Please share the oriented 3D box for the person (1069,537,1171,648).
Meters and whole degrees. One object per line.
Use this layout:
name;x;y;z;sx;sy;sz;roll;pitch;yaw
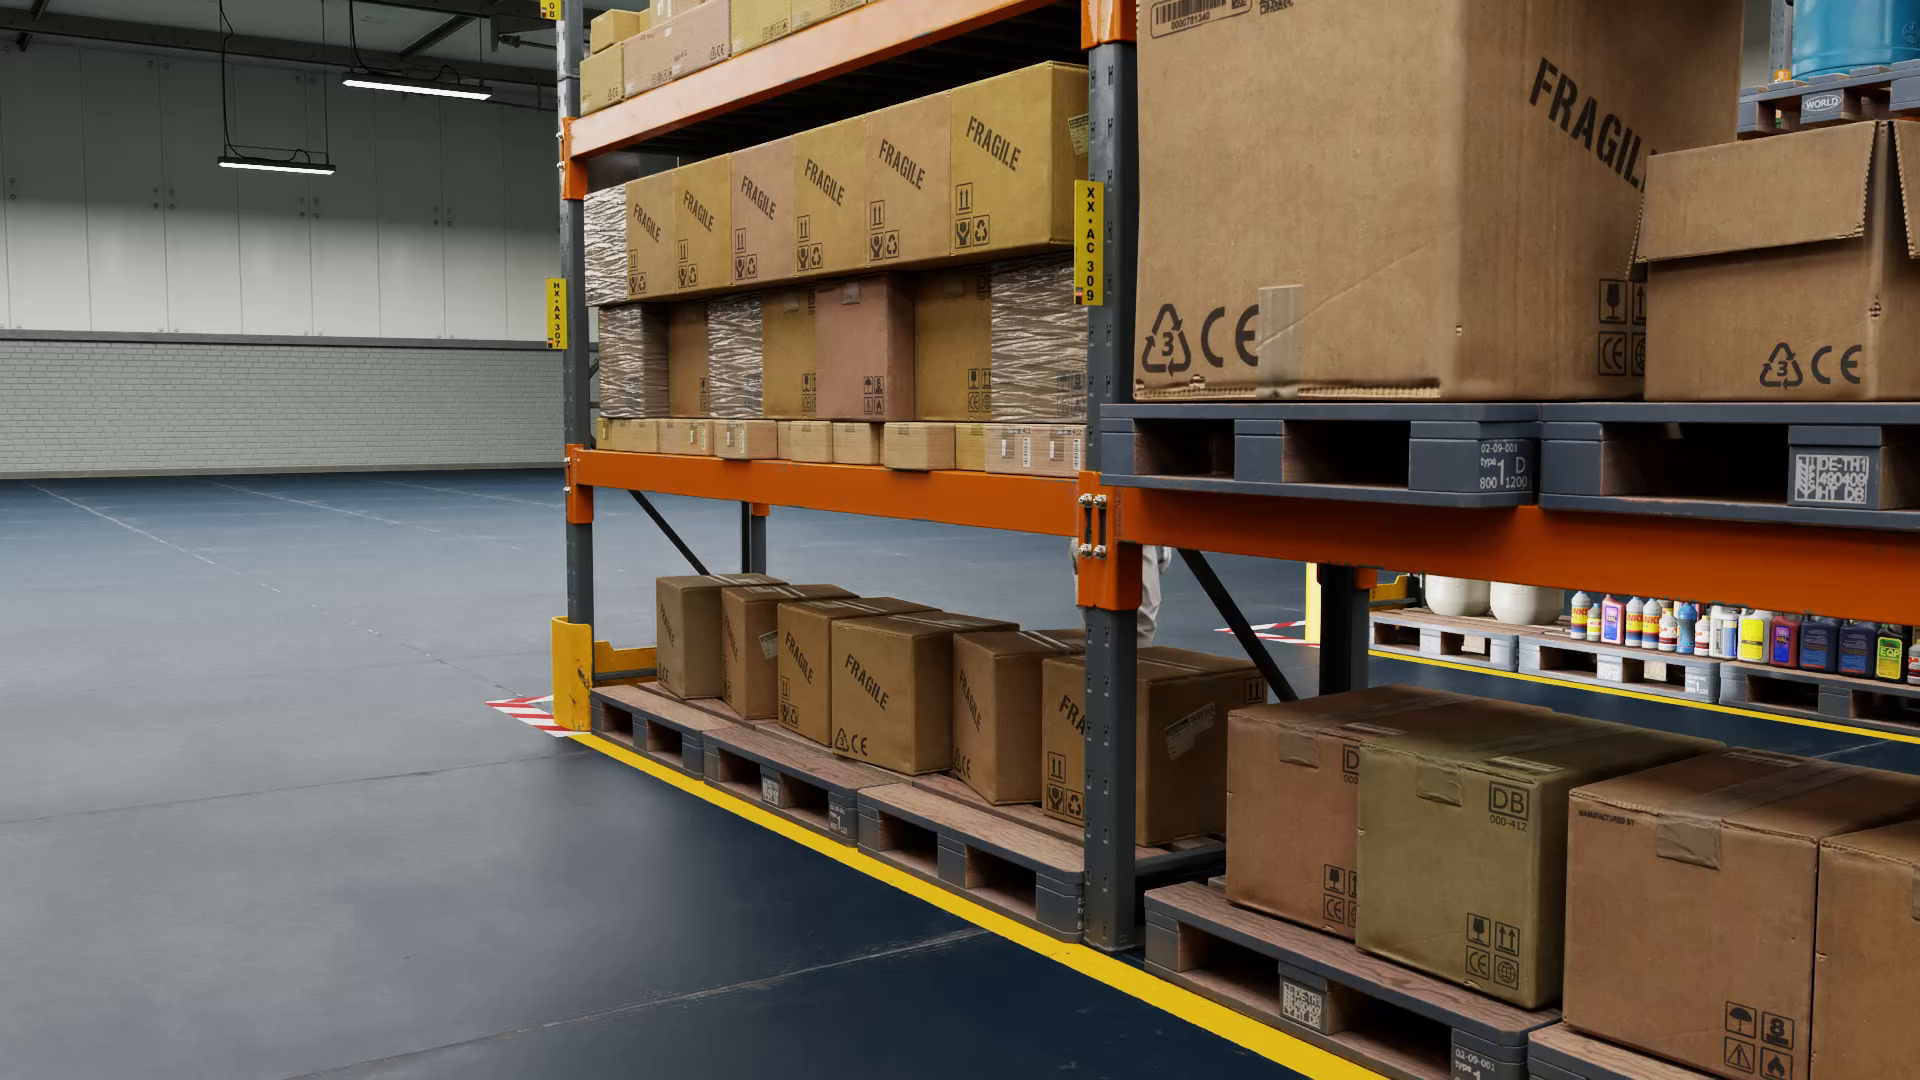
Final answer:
person;0.736;0.006;7.604;0.609;1.777;0.453;-3;6;-37
